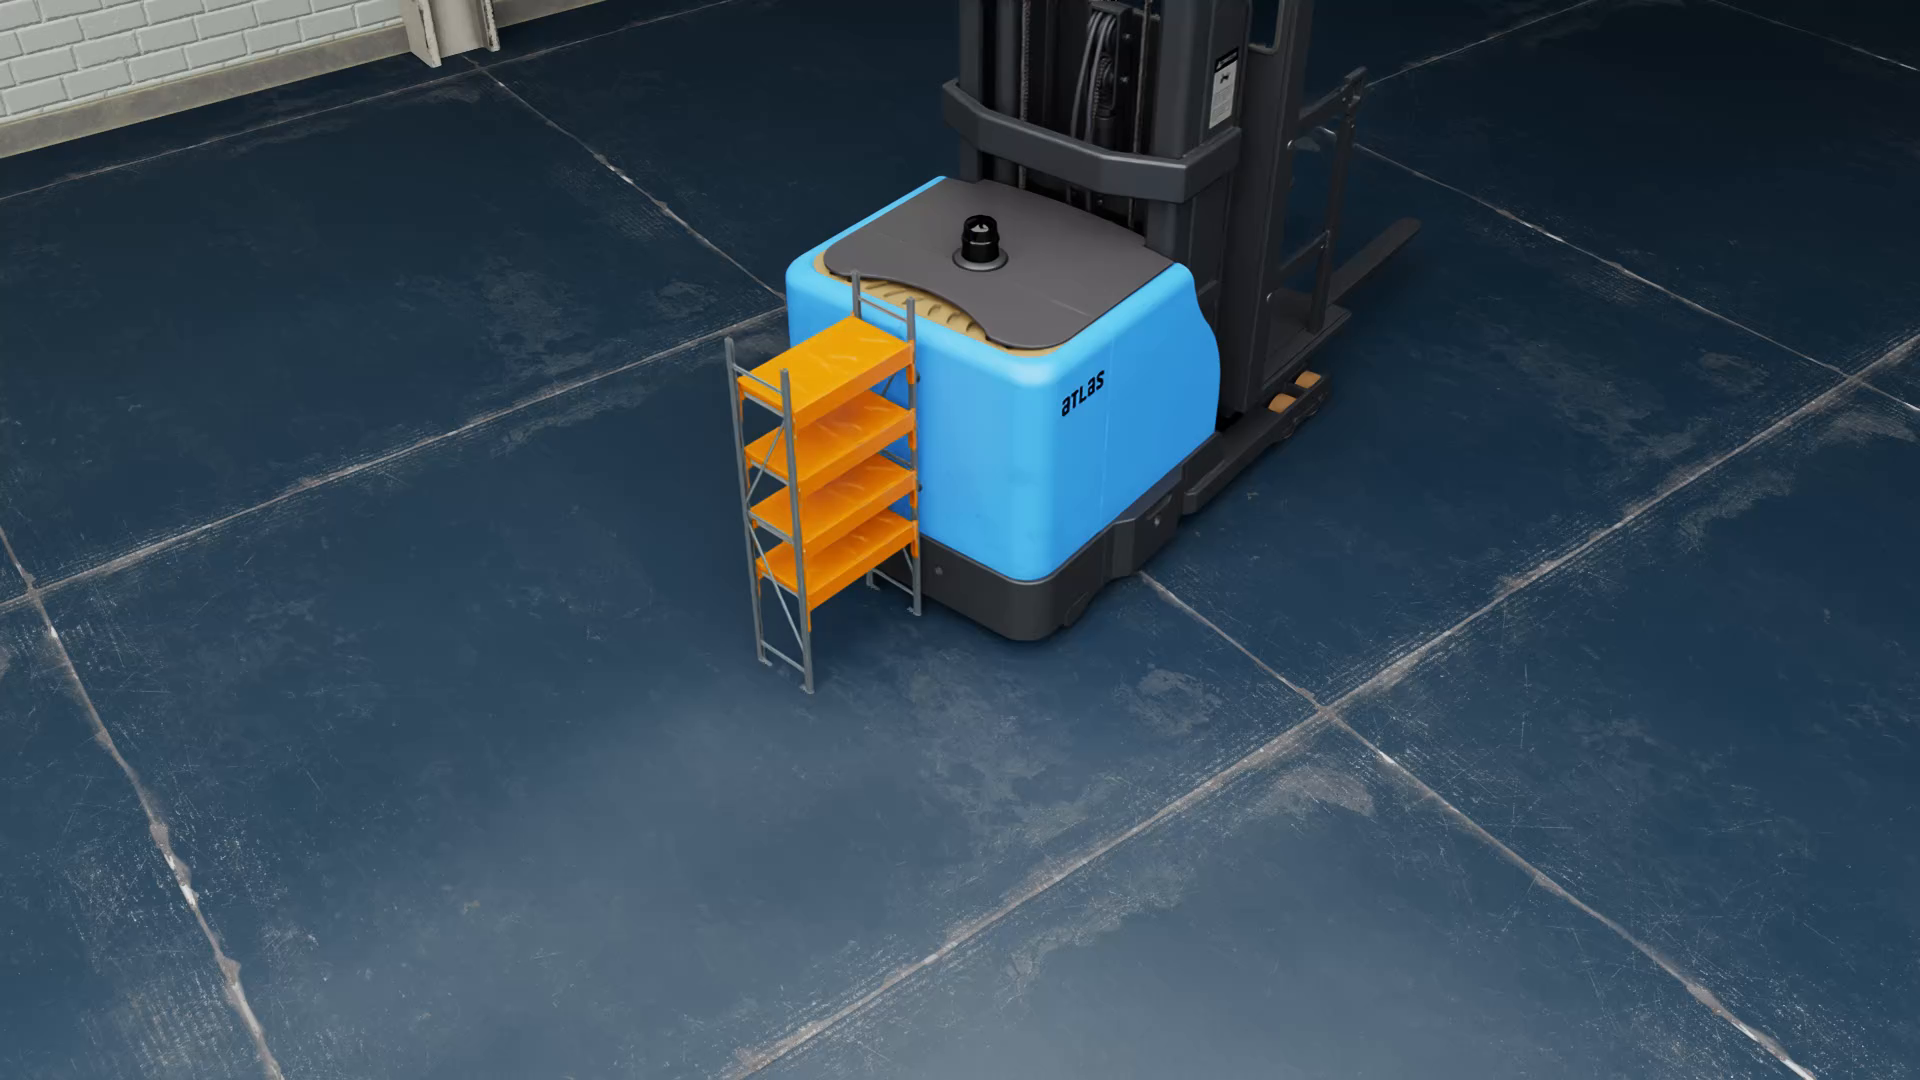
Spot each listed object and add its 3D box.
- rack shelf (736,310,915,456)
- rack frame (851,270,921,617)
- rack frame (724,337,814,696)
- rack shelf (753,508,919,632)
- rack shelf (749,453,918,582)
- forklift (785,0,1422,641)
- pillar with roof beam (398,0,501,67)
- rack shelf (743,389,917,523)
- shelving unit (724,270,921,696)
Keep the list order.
[{"bbox_3d":[-0.384,-0.454,4.737,0.258,0.148,0.480,30,48,31],"label":"rack shelf"},{"bbox_3d":[-0.221,-0.265,5.127,0.240,1.200,0.015,30,48,31],"label":"rack frame"},{"bbox_3d":[-0.547,-0.035,4.847,0.240,1.200,0.015,30,48,31],"label":"rack frame"},{"bbox_3d":[-0.384,0.056,5.155,0.258,0.148,0.480,30,48,31],"label":"rack shelf"},{"bbox_3d":[-0.384,-0.098,5.029,0.258,0.148,0.480,30,48,31],"label":"rack shelf"},{"bbox_3d":[0.755,-1.688,5.497,1.130,2.935,3.031,27,46,29],"label":"forklift"},{"bbox_3d":[-0.105,-3.966,3.489,0.400,9.000,9.100,-26,46,-28],"label":"pillar with roof beam"},{"bbox_3d":[-0.384,-0.271,4.887,0.258,0.148,0.480,30,48,31],"label":"rack shelf"},{"bbox_3d":[-0.384,-0.150,4.987,0.258,1.200,0.503,30,48,31],"label":"shelving unit"}]
